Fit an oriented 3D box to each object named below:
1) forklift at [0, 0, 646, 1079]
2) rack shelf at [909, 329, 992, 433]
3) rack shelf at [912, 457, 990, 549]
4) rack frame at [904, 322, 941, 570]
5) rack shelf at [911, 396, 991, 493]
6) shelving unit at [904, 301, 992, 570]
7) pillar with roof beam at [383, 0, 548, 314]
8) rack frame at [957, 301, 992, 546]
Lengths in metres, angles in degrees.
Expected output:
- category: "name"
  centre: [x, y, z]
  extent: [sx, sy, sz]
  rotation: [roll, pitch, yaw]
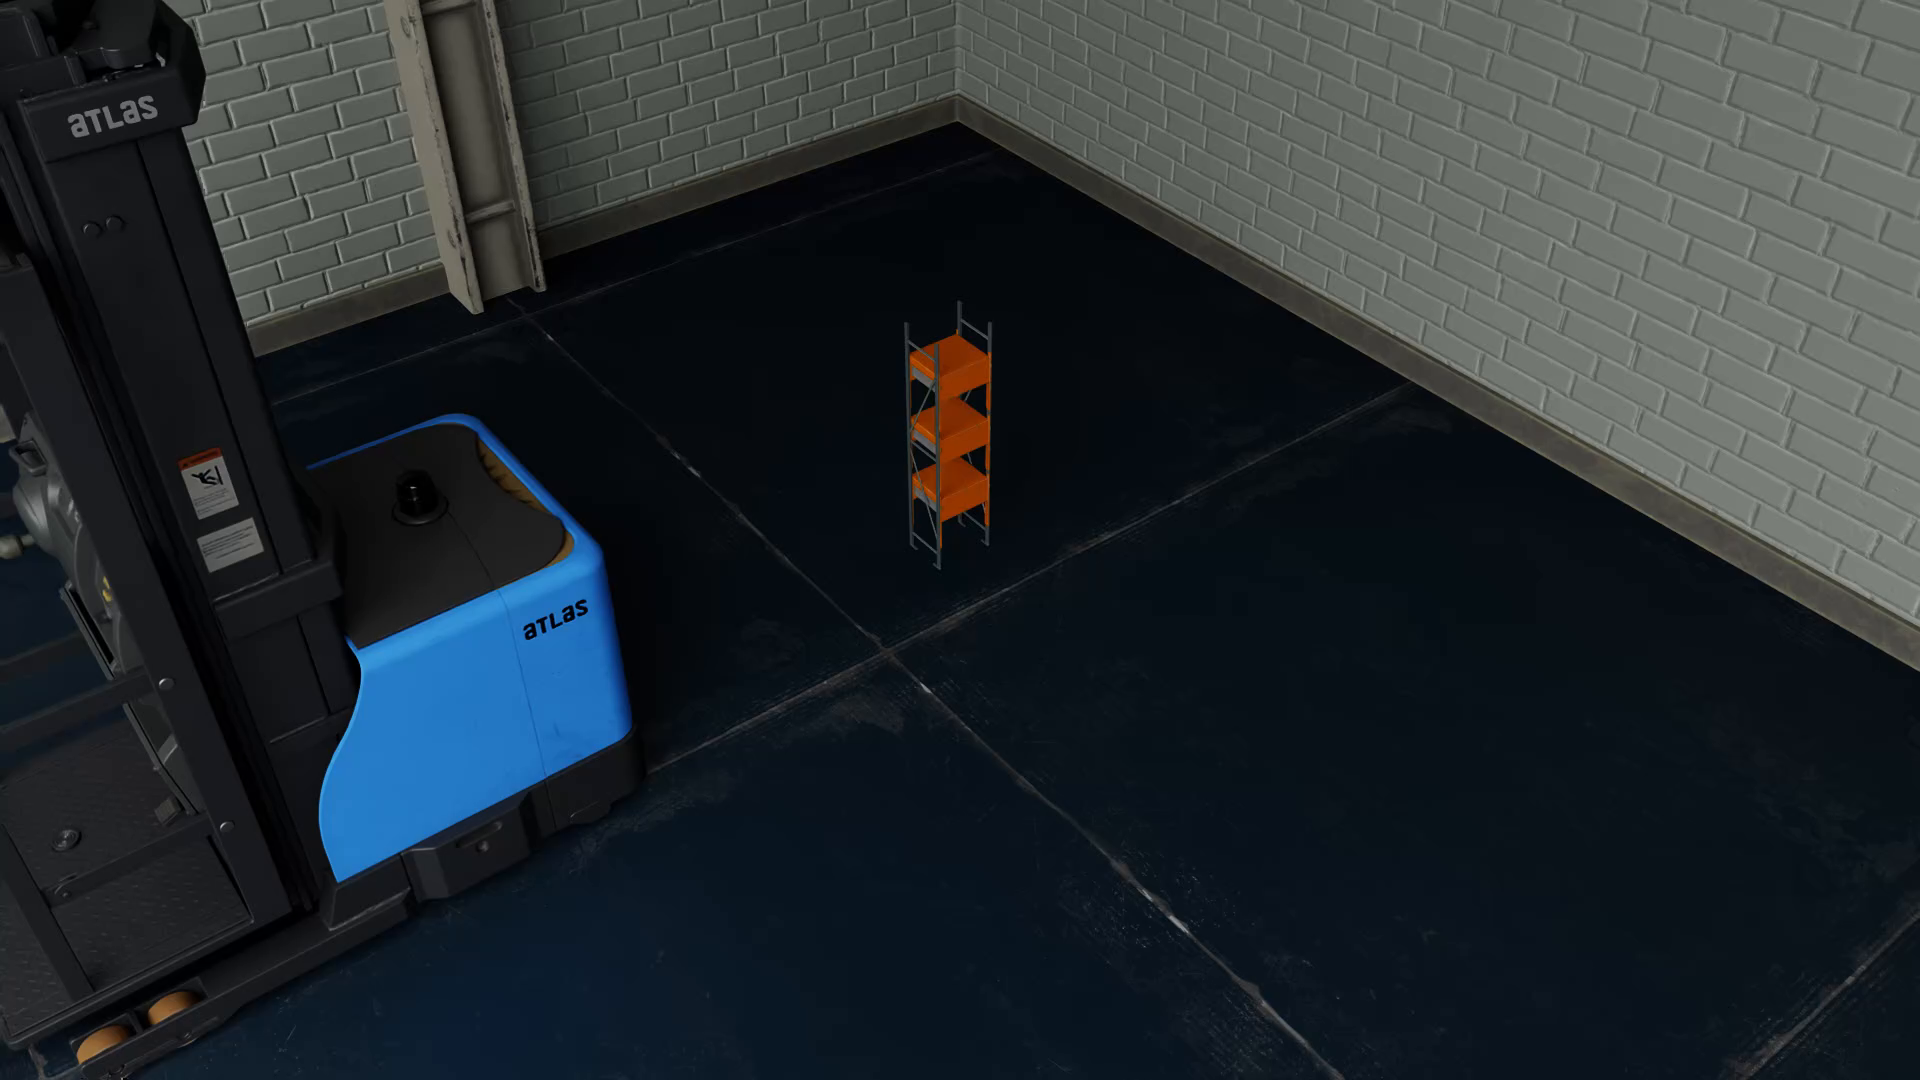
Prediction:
- category: "forklift"
  centre: [-2.543, 0.061, 4.365]
  extent: [3.031, 2.935, 1.130]
  rotation: [-26, 46, -28]
- category: "rack shelf"
  centre: [-0.042, -0.596, 6.219]
  extent: [0.240, 0.259, 0.215]
  rotation: [-26, 46, -28]
- category: "rack shelf"
  centre: [-0.042, -0.162, 6.575]
  extent: [0.240, 0.259, 0.215]
  rotation: [-26, 46, -28]
- category: "rack frame"
  centre: [-0.139, -0.338, 6.334]
  extent: [0.008, 1.050, 0.200]
  rotation: [-26, 46, -28]
- category: "rack shelf"
  centre: [-0.042, -0.377, 6.399]
  extent: [0.240, 0.259, 0.215]
  rotation: [-26, 46, -28]
- category: "shelving unit"
  centre: [-0.042, -0.385, 6.392]
  extent: [0.252, 1.050, 0.215]
  rotation: [-26, 46, -28]
- category: "pillar with roof beam"
  centre: [0.324, -2.563, 2.779]
  extent: [0.400, 9.000, 9.100]
  rotation: [-26, 46, -28]
- category: "rack frame"
  centre: [0.054, -0.432, 6.449]
  extent: [0.008, 1.050, 0.200]
  rotation: [-26, 46, -28]
